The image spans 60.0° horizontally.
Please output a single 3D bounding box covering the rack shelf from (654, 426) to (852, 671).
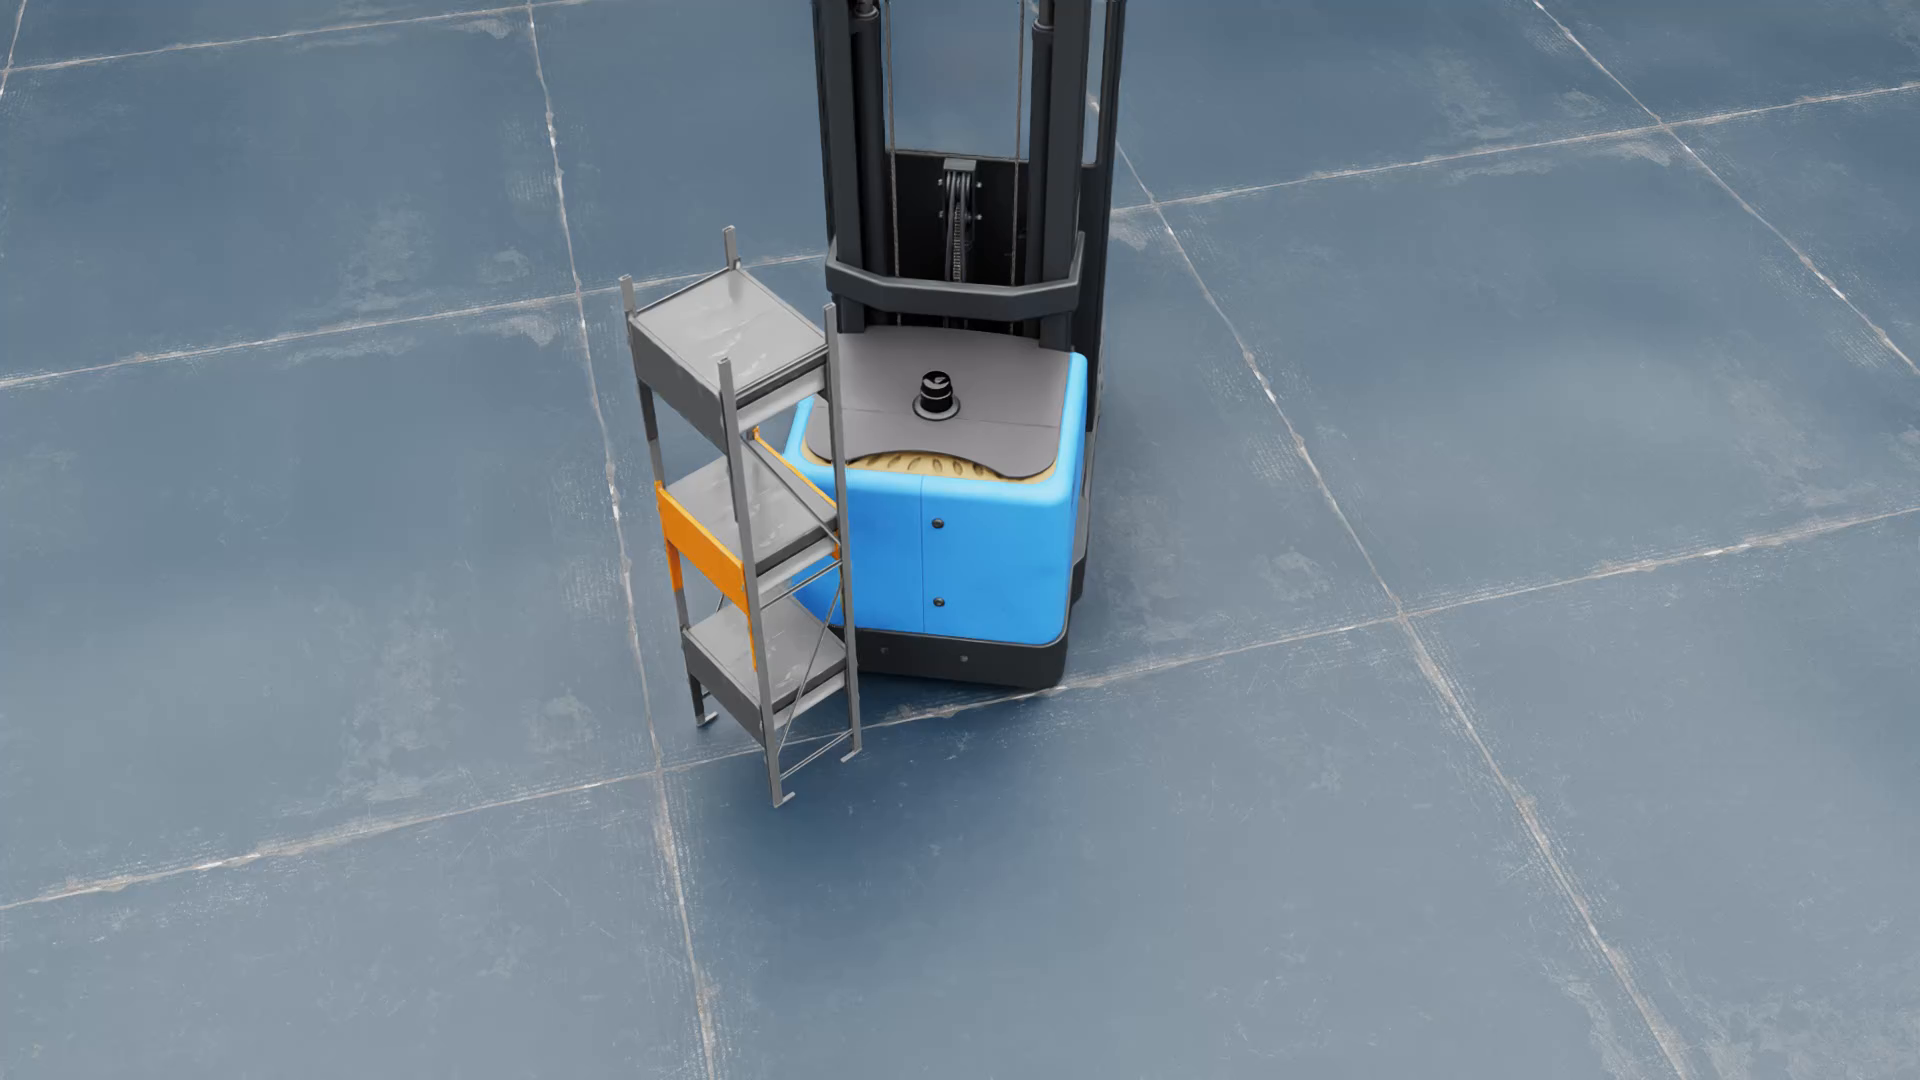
[{"bbox_3d":[-0.676,0.027,5.519,0.431,0.518,0.480,-32,54,-27],"label":"rack shelf"}]

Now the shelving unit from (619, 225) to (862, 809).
[{"bbox_3d":[-0.676,0.018,5.509,0.431,2.100,0.503,-32,54,-27],"label":"shelving unit"}]

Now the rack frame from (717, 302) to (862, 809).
[{"bbox_3d":[-0.515,0.151,5.383,0.400,2.100,0.015,-32,54,-27],"label":"rack frame"}]

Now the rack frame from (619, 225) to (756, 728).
[{"bbox_3d":[-0.836,-0.116,5.636,0.400,2.100,0.015,-32,54,-27],"label":"rack frame"}]

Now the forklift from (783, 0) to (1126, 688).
[{"bbox_3d":[0.061,-1.521,6.439,1.130,2.935,3.031,5,46,5],"label":"forklift"}]

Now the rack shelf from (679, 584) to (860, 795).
[{"bbox_3d":[-0.681,0.513,6.023,0.431,0.518,0.480,-32,54,-27],"label":"rack shelf"}]

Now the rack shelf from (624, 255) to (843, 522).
[{"bbox_3d":[-0.671,-0.459,5.015,0.431,0.518,0.480,-32,54,-27],"label":"rack shelf"}]
